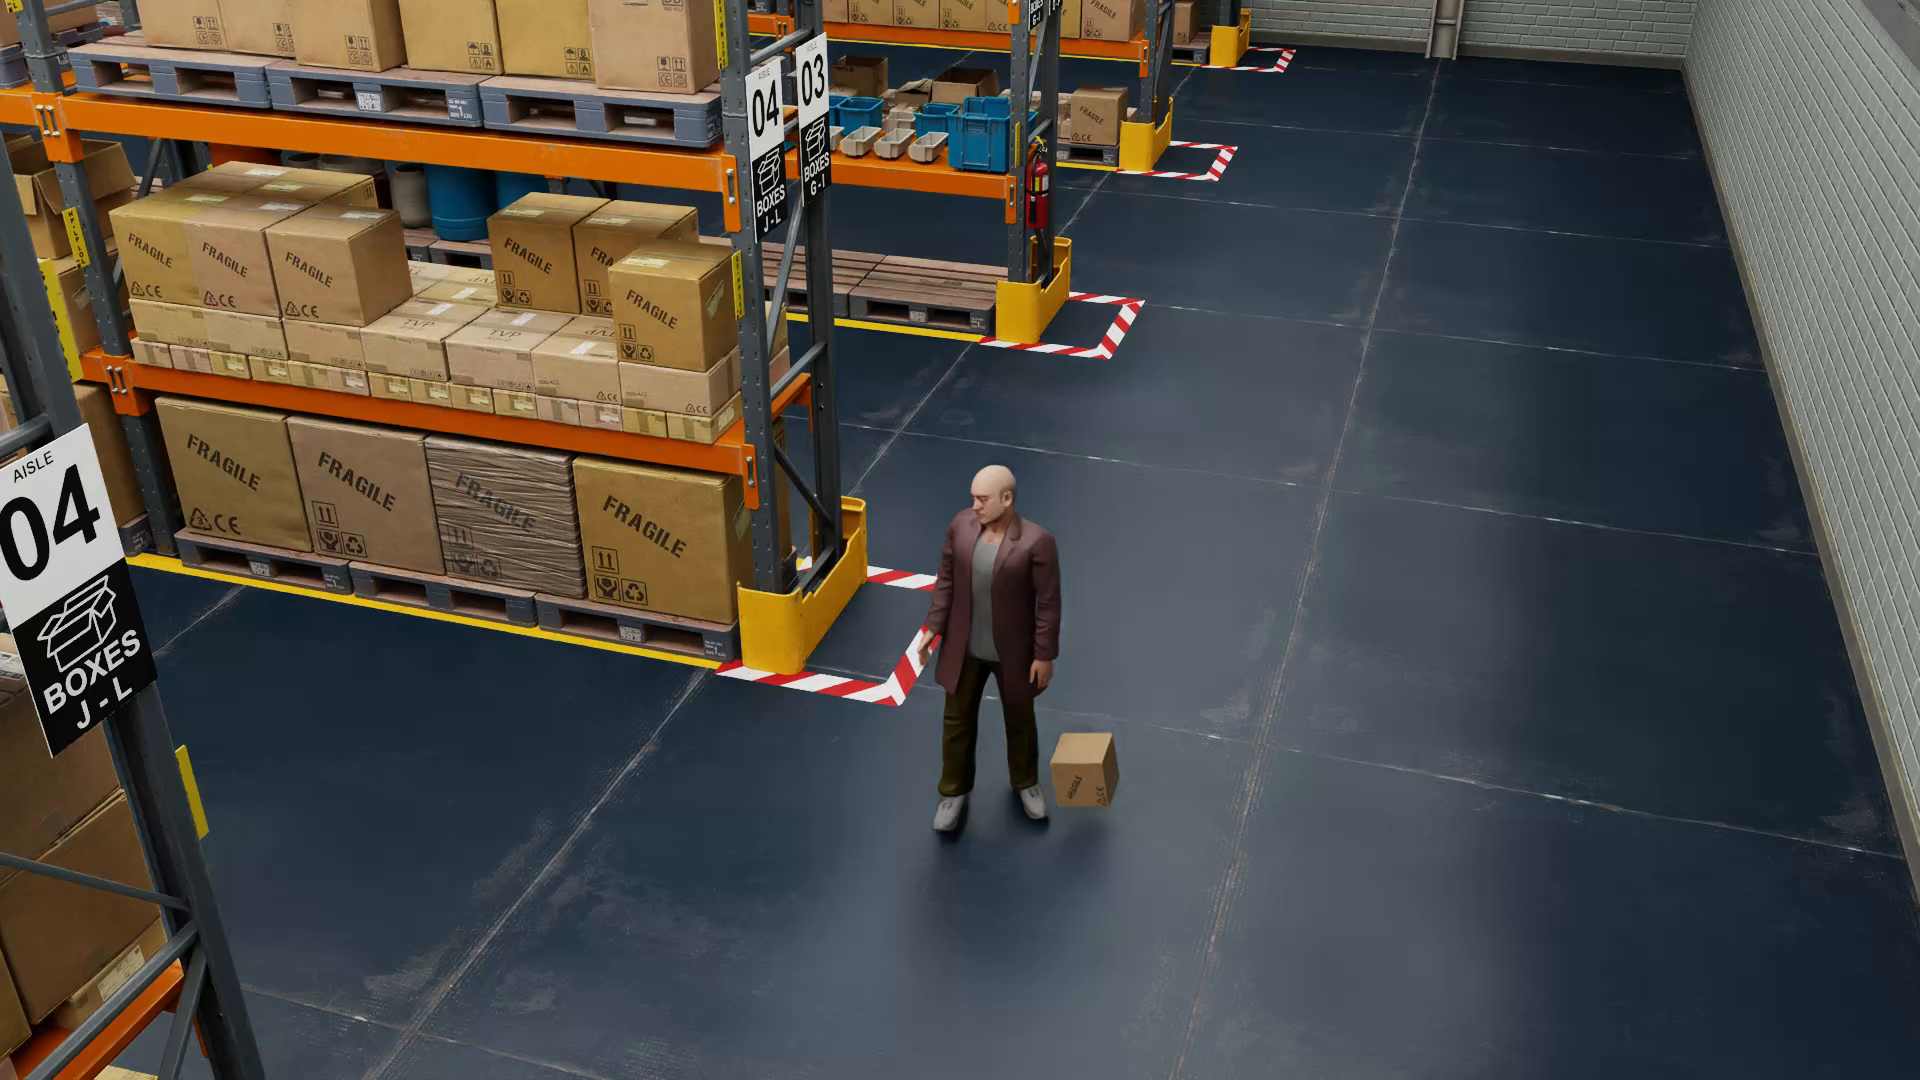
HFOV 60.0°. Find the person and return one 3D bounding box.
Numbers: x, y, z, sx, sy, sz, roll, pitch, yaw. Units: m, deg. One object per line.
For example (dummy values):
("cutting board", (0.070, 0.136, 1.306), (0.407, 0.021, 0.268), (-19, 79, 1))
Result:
("person", (0.122, 0.511, 7.546), (0.654, 1.781, 0.618), (11, 31, 20))
